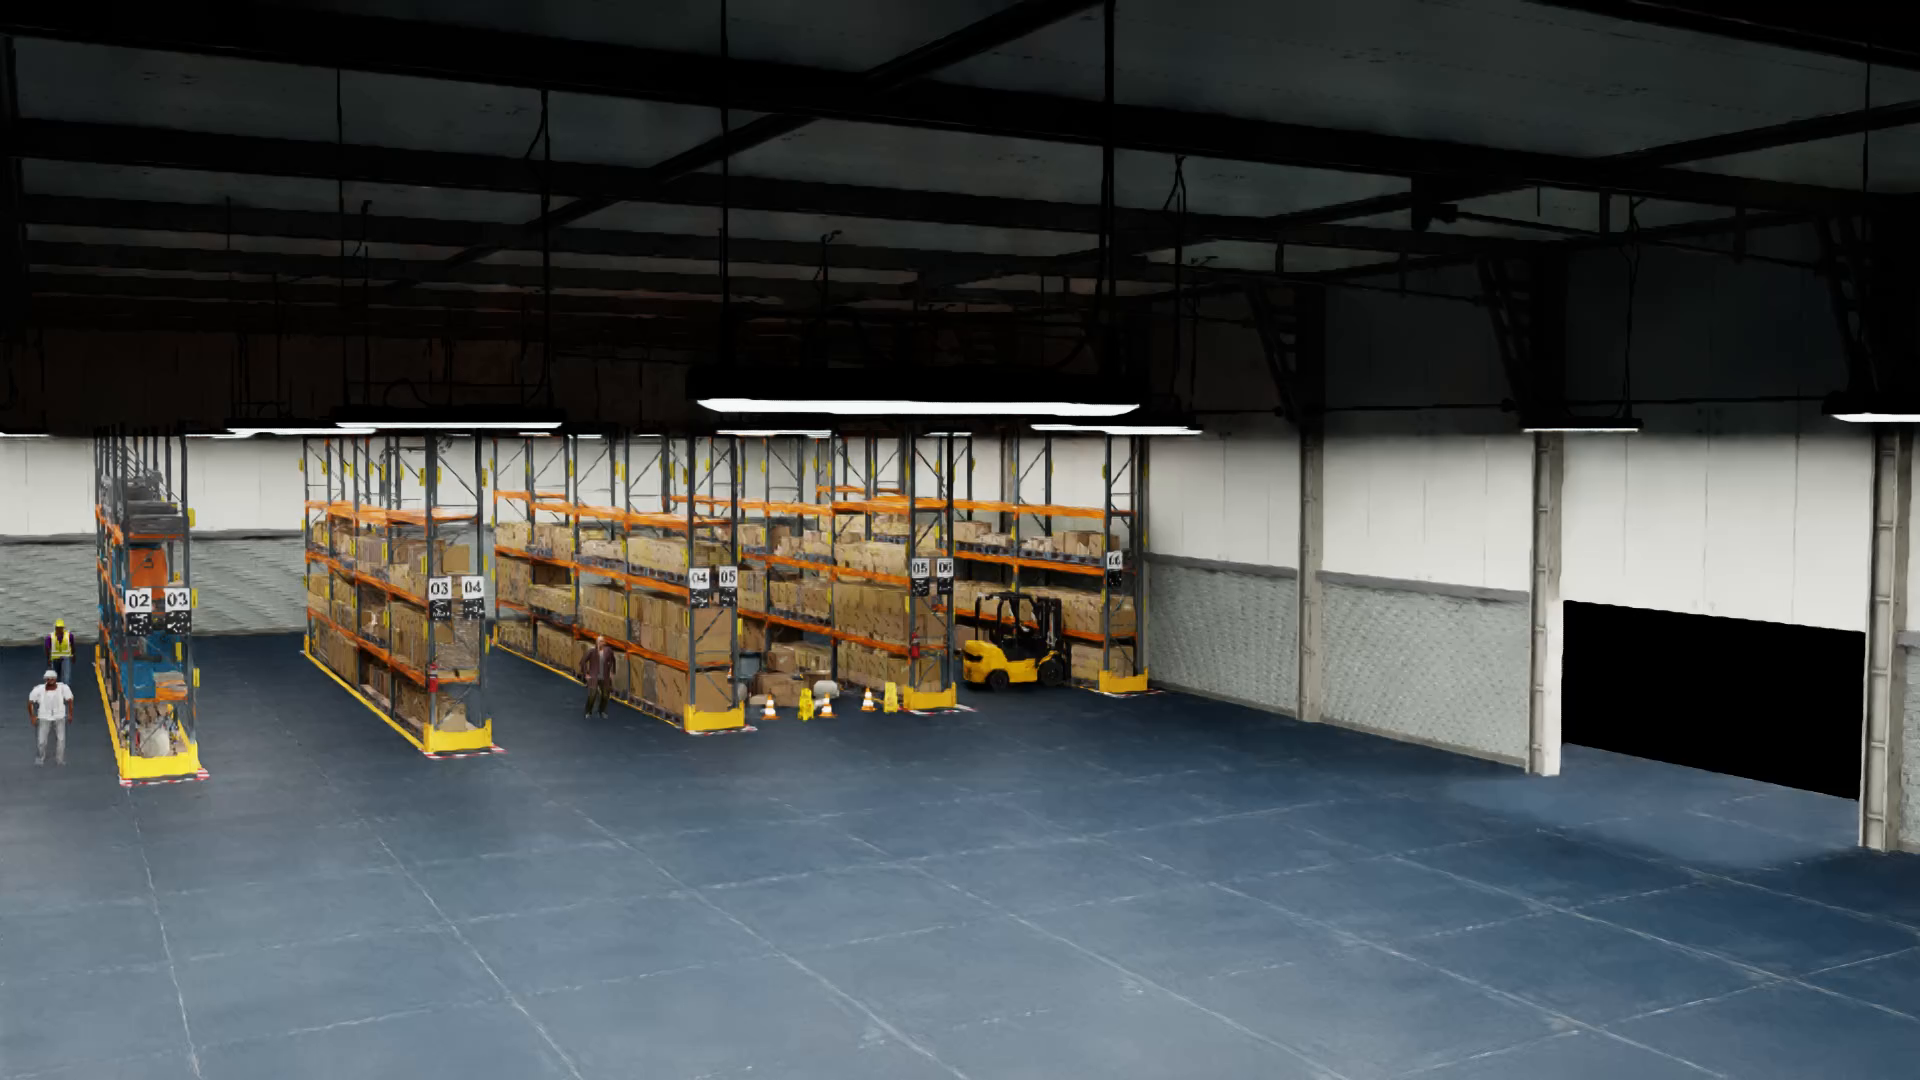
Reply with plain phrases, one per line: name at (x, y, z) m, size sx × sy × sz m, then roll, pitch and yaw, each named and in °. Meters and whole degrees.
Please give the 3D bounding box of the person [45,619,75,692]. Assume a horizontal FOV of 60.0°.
person at (-20.184, 2.608, 37.299) m, size 0.577 × 1.691 × 1.121 m, roll -2°, pitch 4°, yaw -26°

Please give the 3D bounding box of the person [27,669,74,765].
person at (-15.923, 3.109, 29.134) m, size 0.719 × 1.714 × 0.578 m, roll -2°, pitch 4°, yaw -31°

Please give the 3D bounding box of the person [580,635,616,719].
person at (-7.417, 2.798, 34.075) m, size 0.729 × 1.734 × 0.546 m, roll -2°, pitch 4°, yaw -30°
